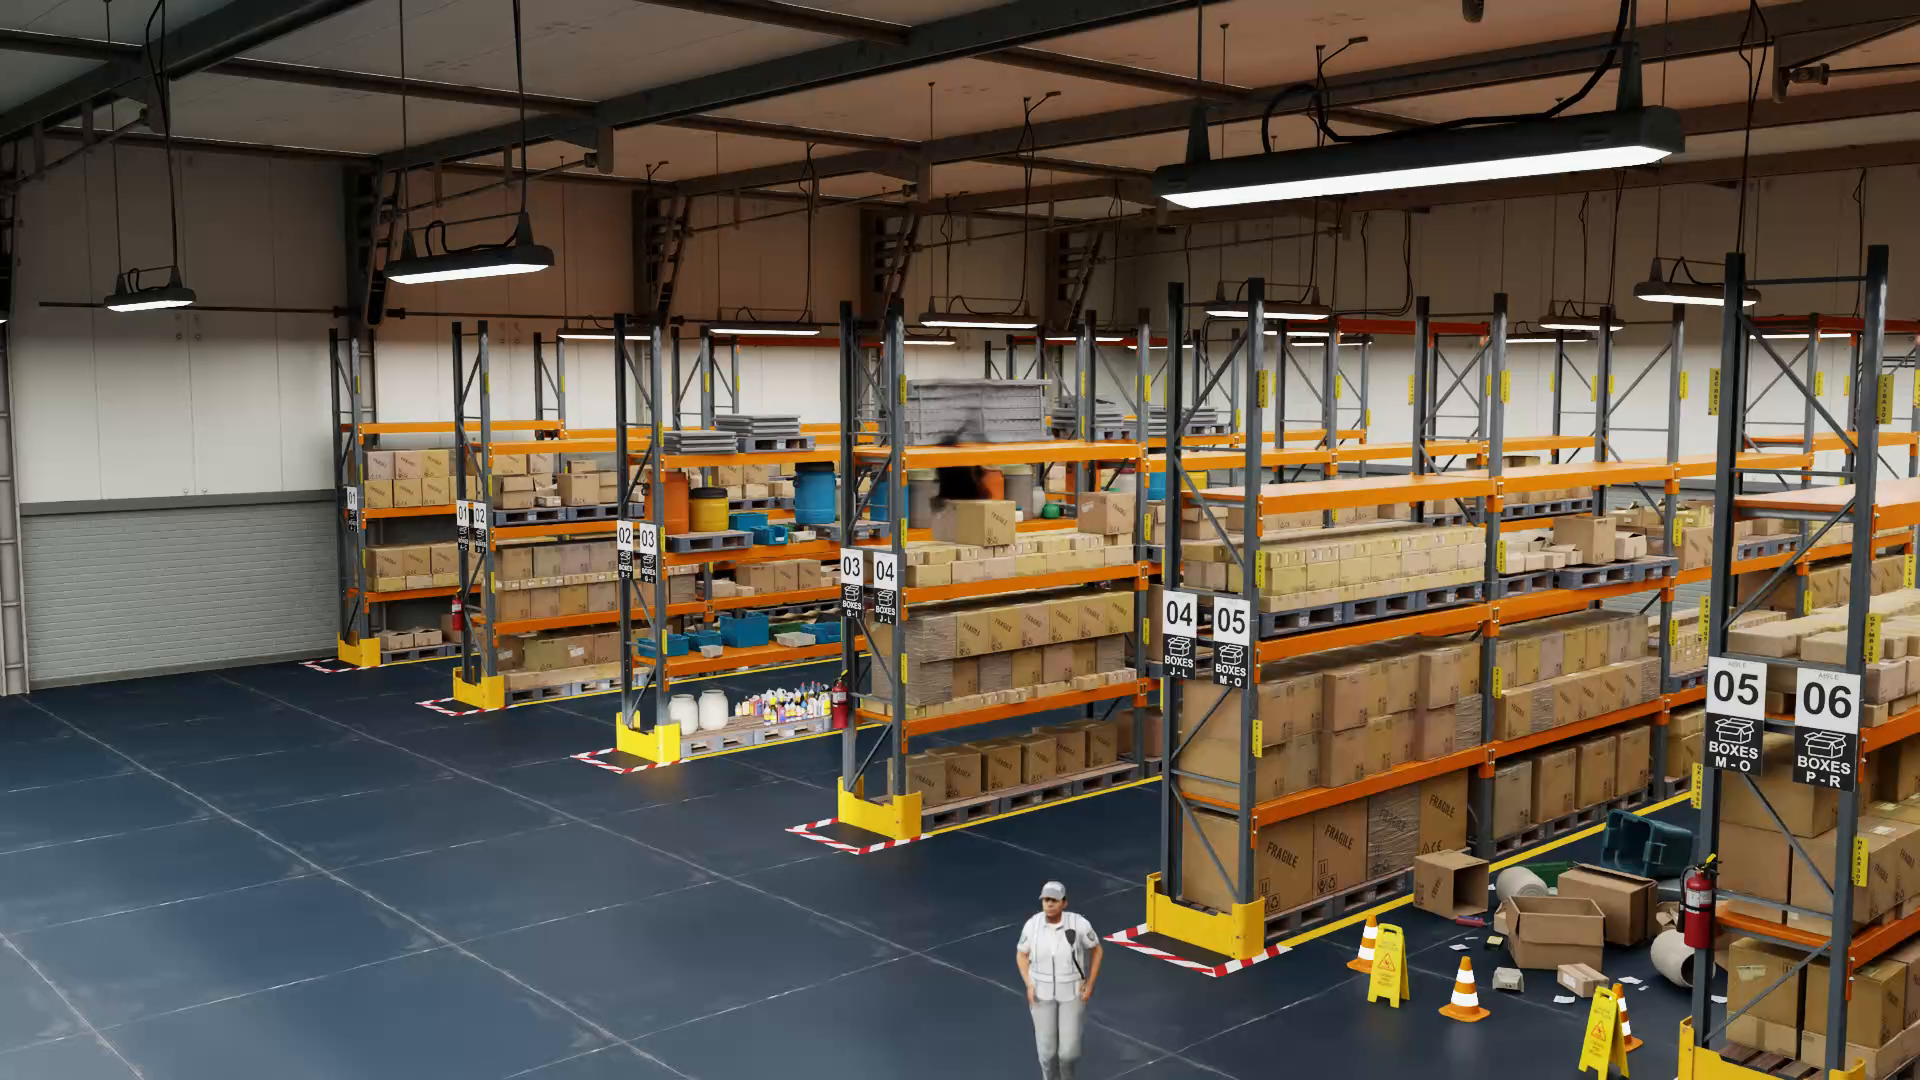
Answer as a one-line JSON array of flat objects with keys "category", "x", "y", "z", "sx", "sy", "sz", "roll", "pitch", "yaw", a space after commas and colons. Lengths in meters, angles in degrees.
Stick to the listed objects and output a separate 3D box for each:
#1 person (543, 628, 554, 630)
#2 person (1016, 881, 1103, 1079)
[{"category": "person", "x": -7.045, "y": 1.511, "z": 28.632, "sx": 0.564, "sy": 1.712, "sz": 0.753, "roll": 5, "pitch": 7, "yaw": 41}, {"category": "person", "x": 0.686, "y": 3.211, "z": 11.719, "sx": 0.609, "sy": 1.635, "sz": 0.503, "roll": 1, "pitch": 6, "yaw": 10}]
